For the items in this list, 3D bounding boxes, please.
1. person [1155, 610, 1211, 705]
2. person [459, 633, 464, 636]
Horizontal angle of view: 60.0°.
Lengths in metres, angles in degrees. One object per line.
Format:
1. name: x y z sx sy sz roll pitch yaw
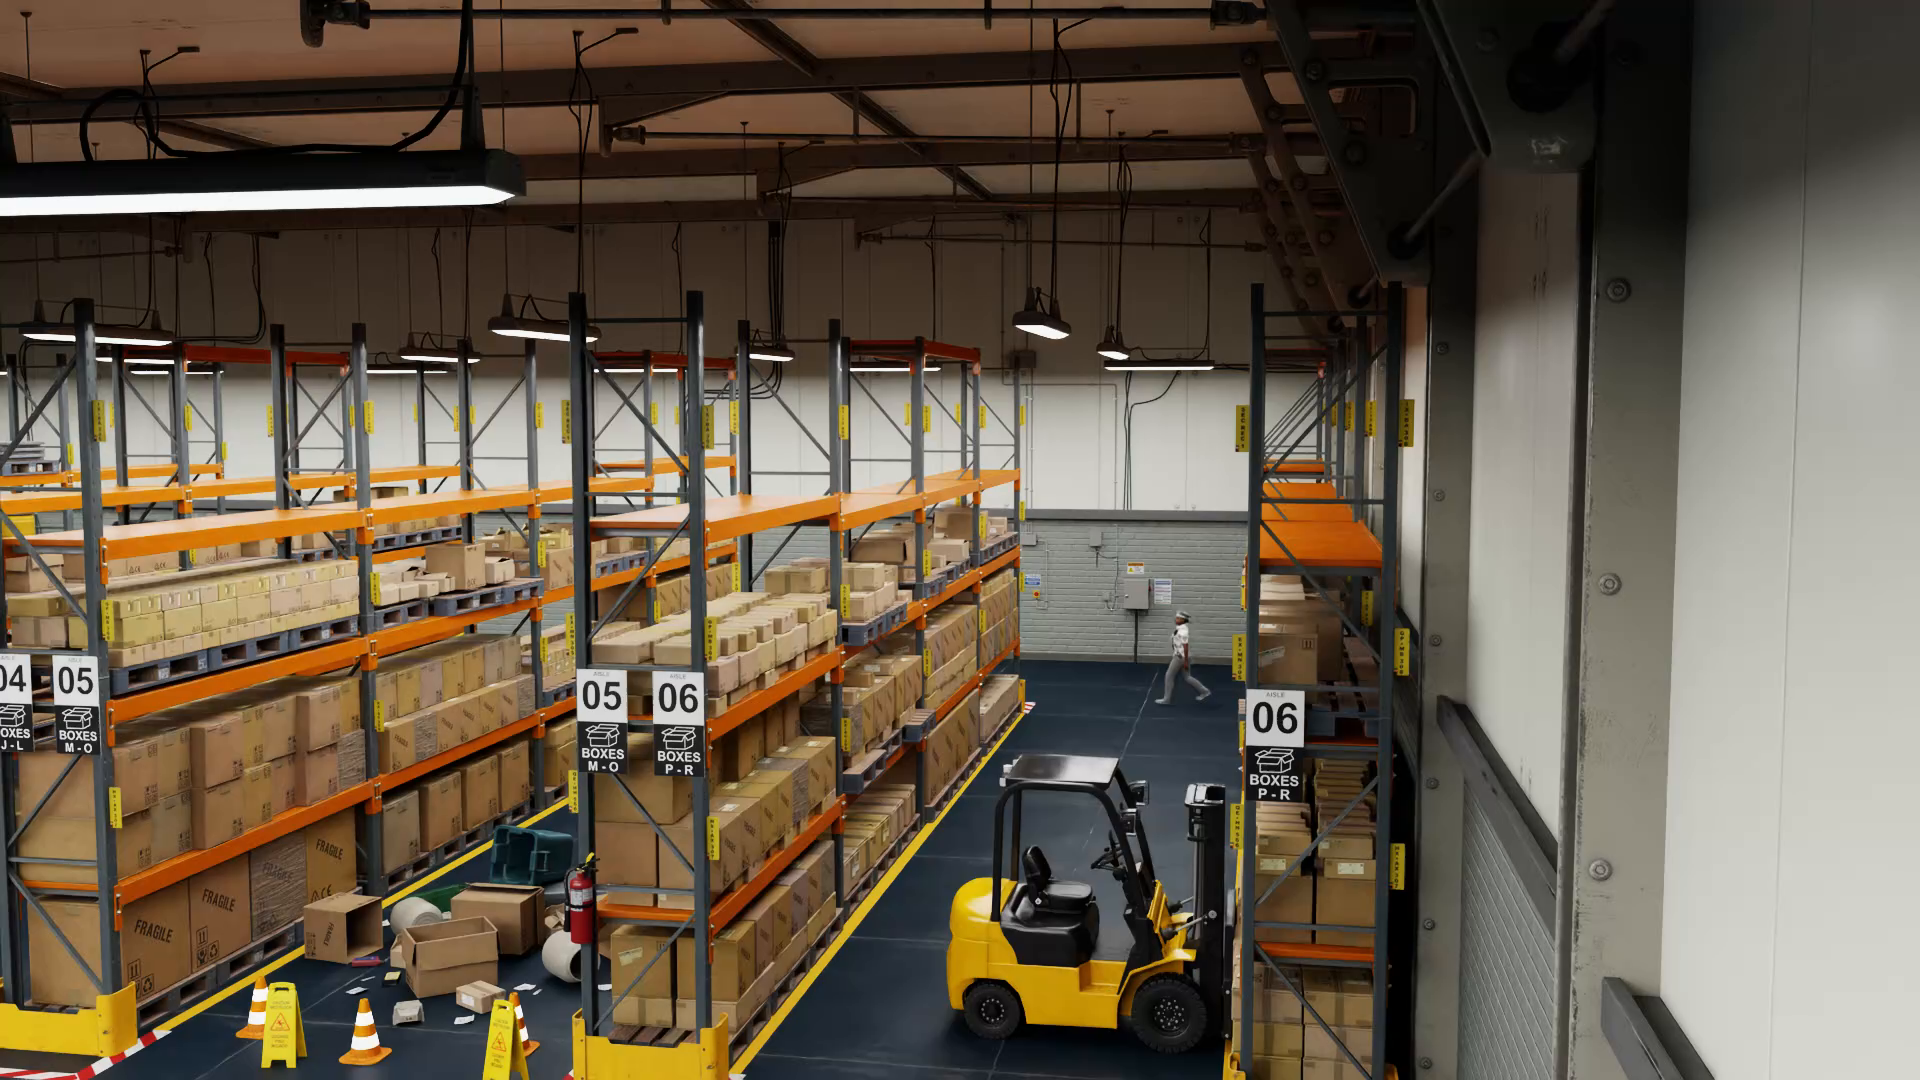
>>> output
1. person: 3.858 2.023 28.708 0.965 1.644 0.437 1 5 11
2. person: -7.452 2.299 24.849 0.594 1.772 0.732 0 5 -6
